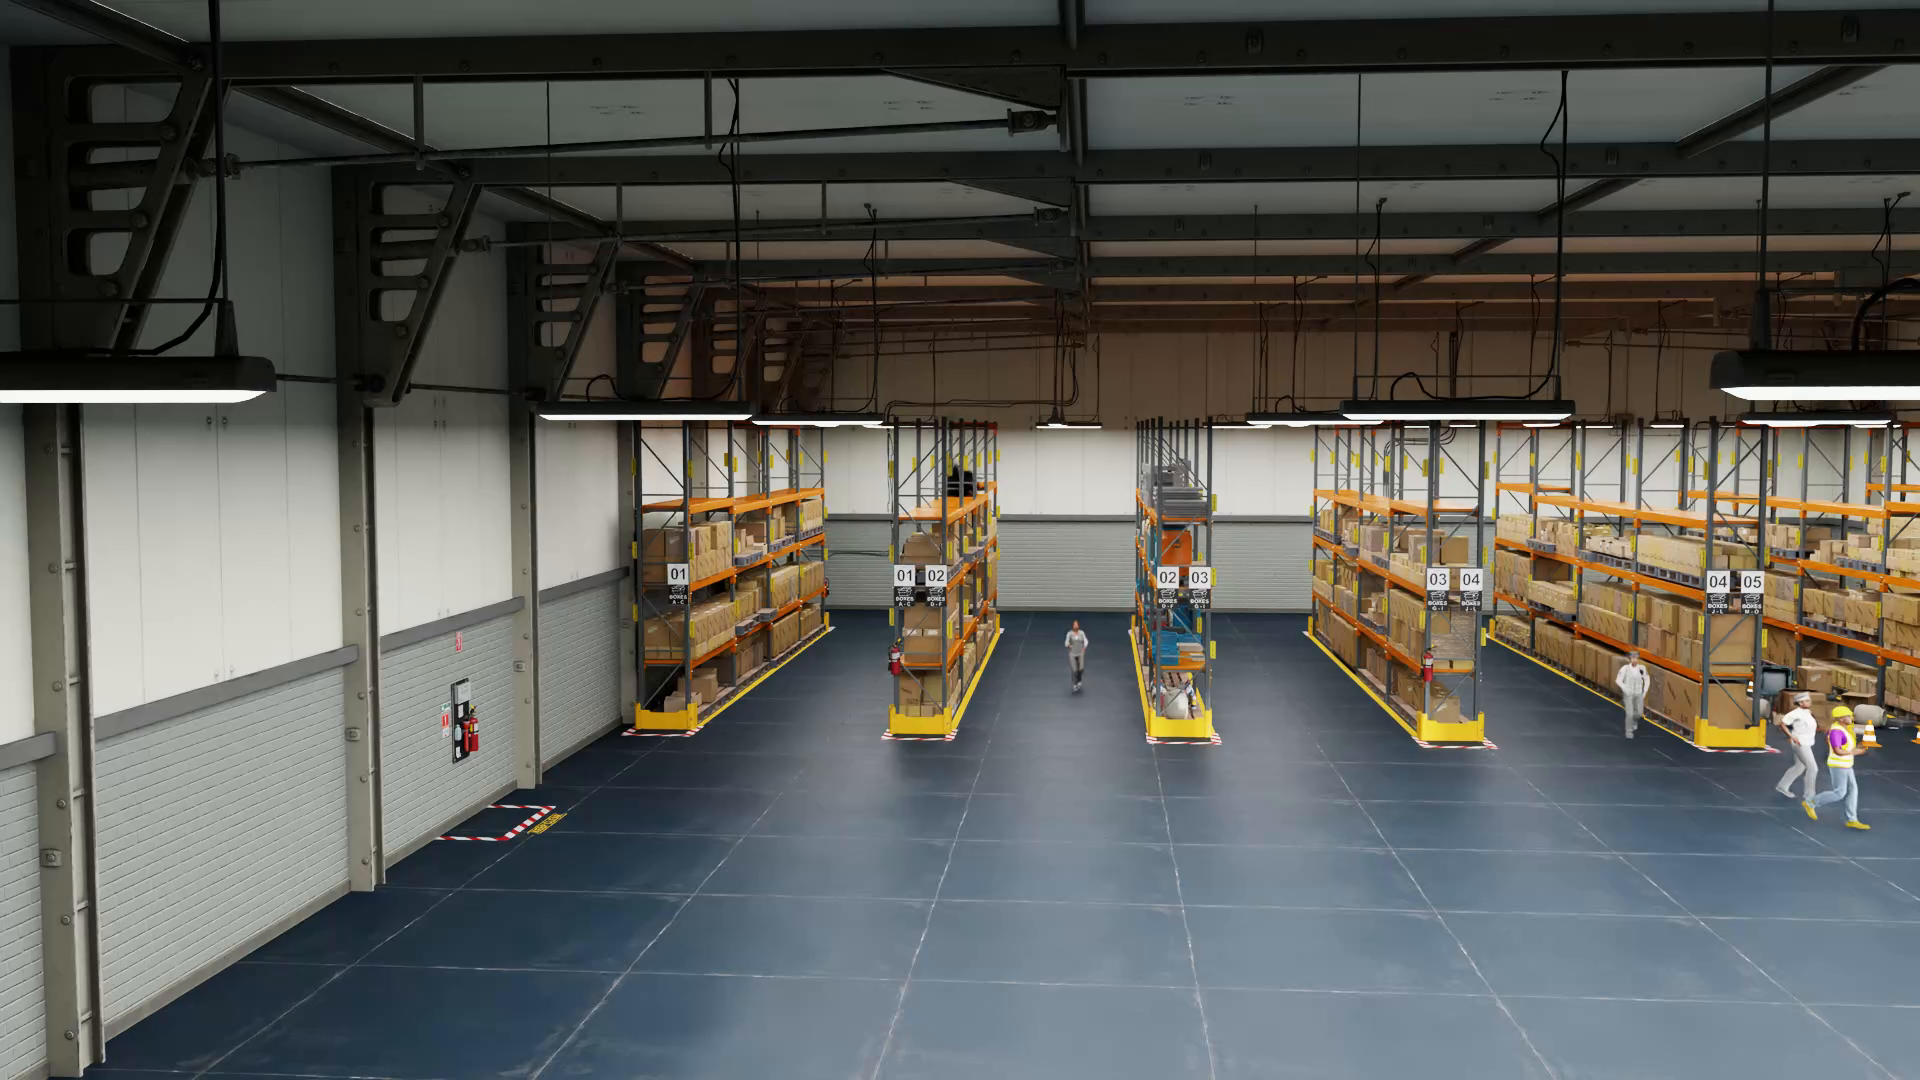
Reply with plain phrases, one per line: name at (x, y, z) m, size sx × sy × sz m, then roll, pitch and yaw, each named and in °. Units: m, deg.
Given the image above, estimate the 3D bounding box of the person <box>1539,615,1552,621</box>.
person at (16.474, 1.868, 46.894) m, size 0.700 × 1.589 × 0.539 m, roll -2°, pitch 4°, yaw -33°

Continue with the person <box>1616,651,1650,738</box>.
person at (12.586, 2.875, 31.085) m, size 0.621 × 1.652 × 0.599 m, roll 1°, pitch 4°, yaw 9°

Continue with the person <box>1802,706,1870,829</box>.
person at (12.672, 3.263, 24.011) m, size 0.882 × 1.747 × 0.718 m, roll 3°, pitch 5°, yaw 36°

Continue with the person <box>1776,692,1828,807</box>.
person at (12.973, 3.199, 25.618) m, size 0.707 × 1.754 × 0.560 m, roll 3°, pitch 5°, yaw 42°

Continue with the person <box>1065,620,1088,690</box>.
person at (2.564, 2.555, 36.528) m, size 0.522 × 1.539 × 0.555 m, roll 0°, pitch 4°, yaw -1°
